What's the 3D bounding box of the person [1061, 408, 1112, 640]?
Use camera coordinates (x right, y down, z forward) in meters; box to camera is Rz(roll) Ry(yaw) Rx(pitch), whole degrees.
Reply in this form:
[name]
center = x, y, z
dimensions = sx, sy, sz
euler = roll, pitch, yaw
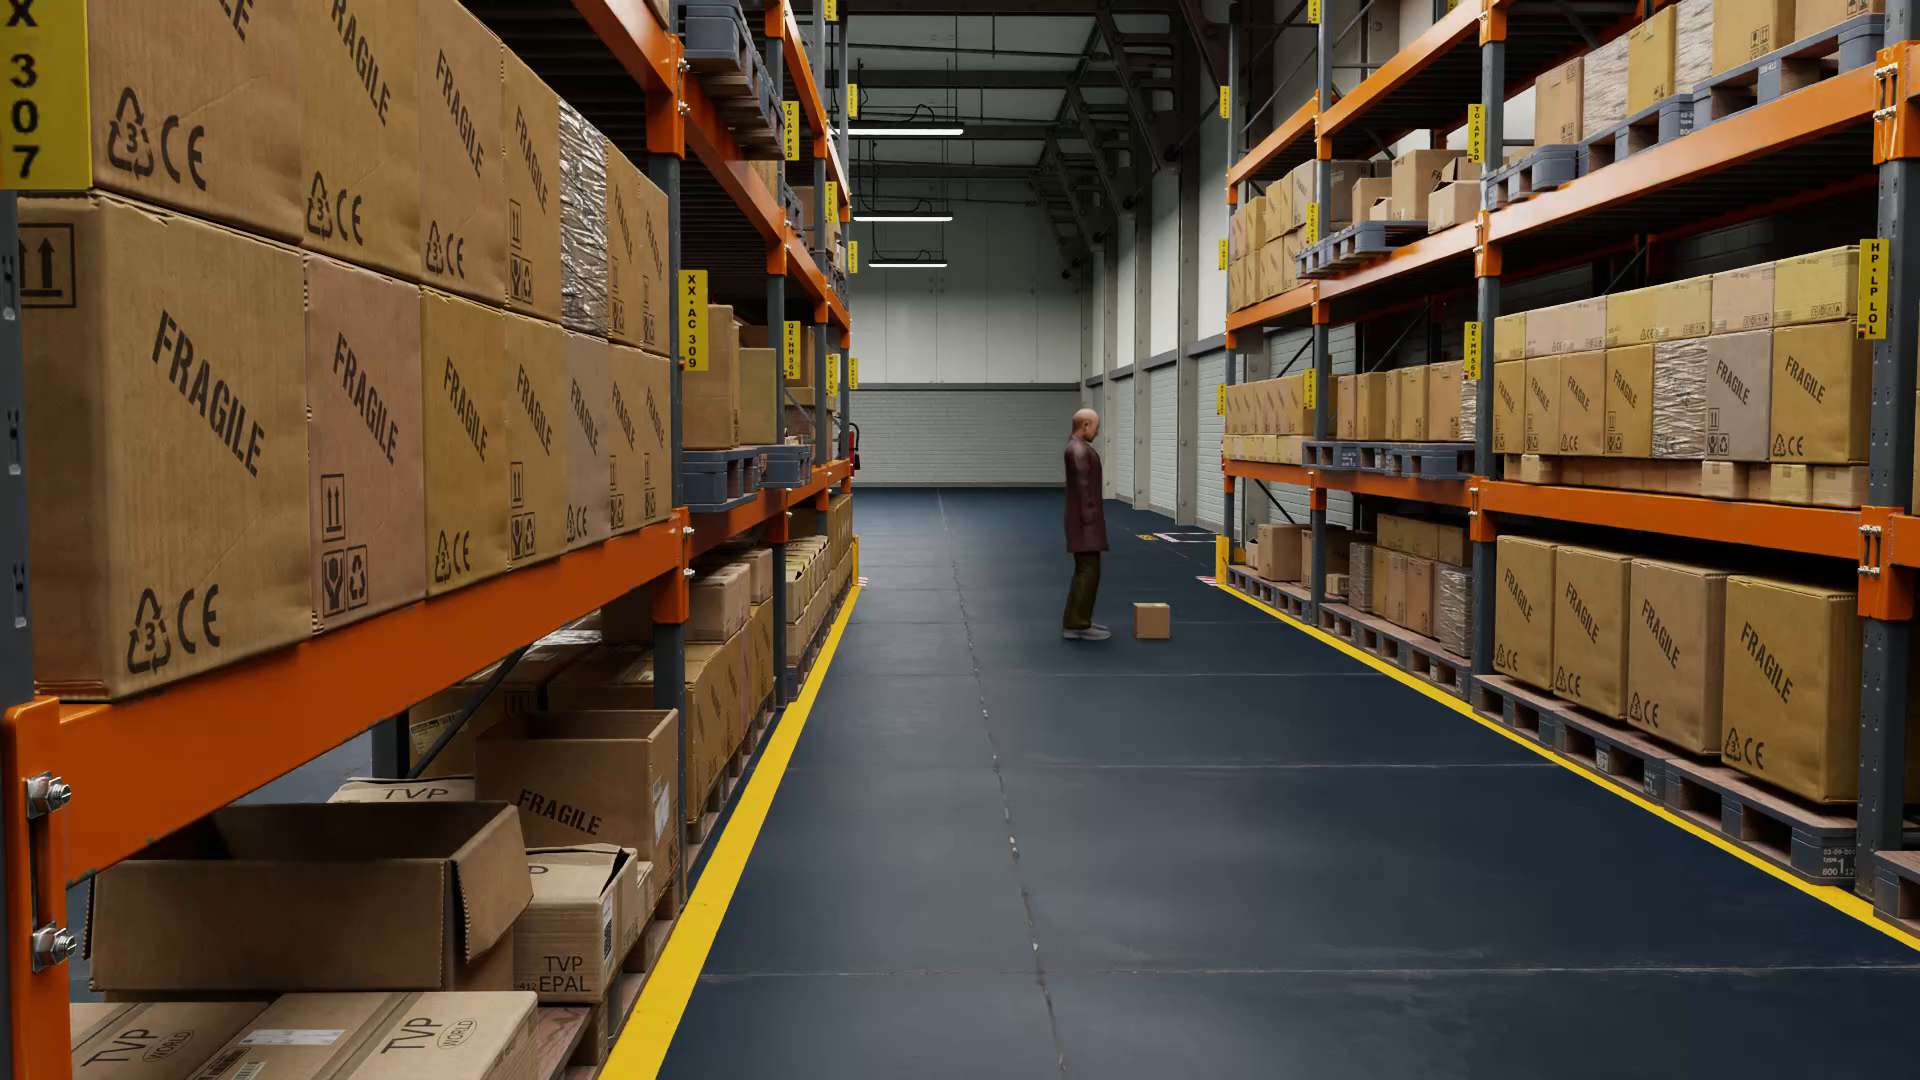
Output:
[person]
center = 0.974, -0.129, 12.854
dimensions = 0.378, 1.773, 0.564
euler = 0, 4, 0
